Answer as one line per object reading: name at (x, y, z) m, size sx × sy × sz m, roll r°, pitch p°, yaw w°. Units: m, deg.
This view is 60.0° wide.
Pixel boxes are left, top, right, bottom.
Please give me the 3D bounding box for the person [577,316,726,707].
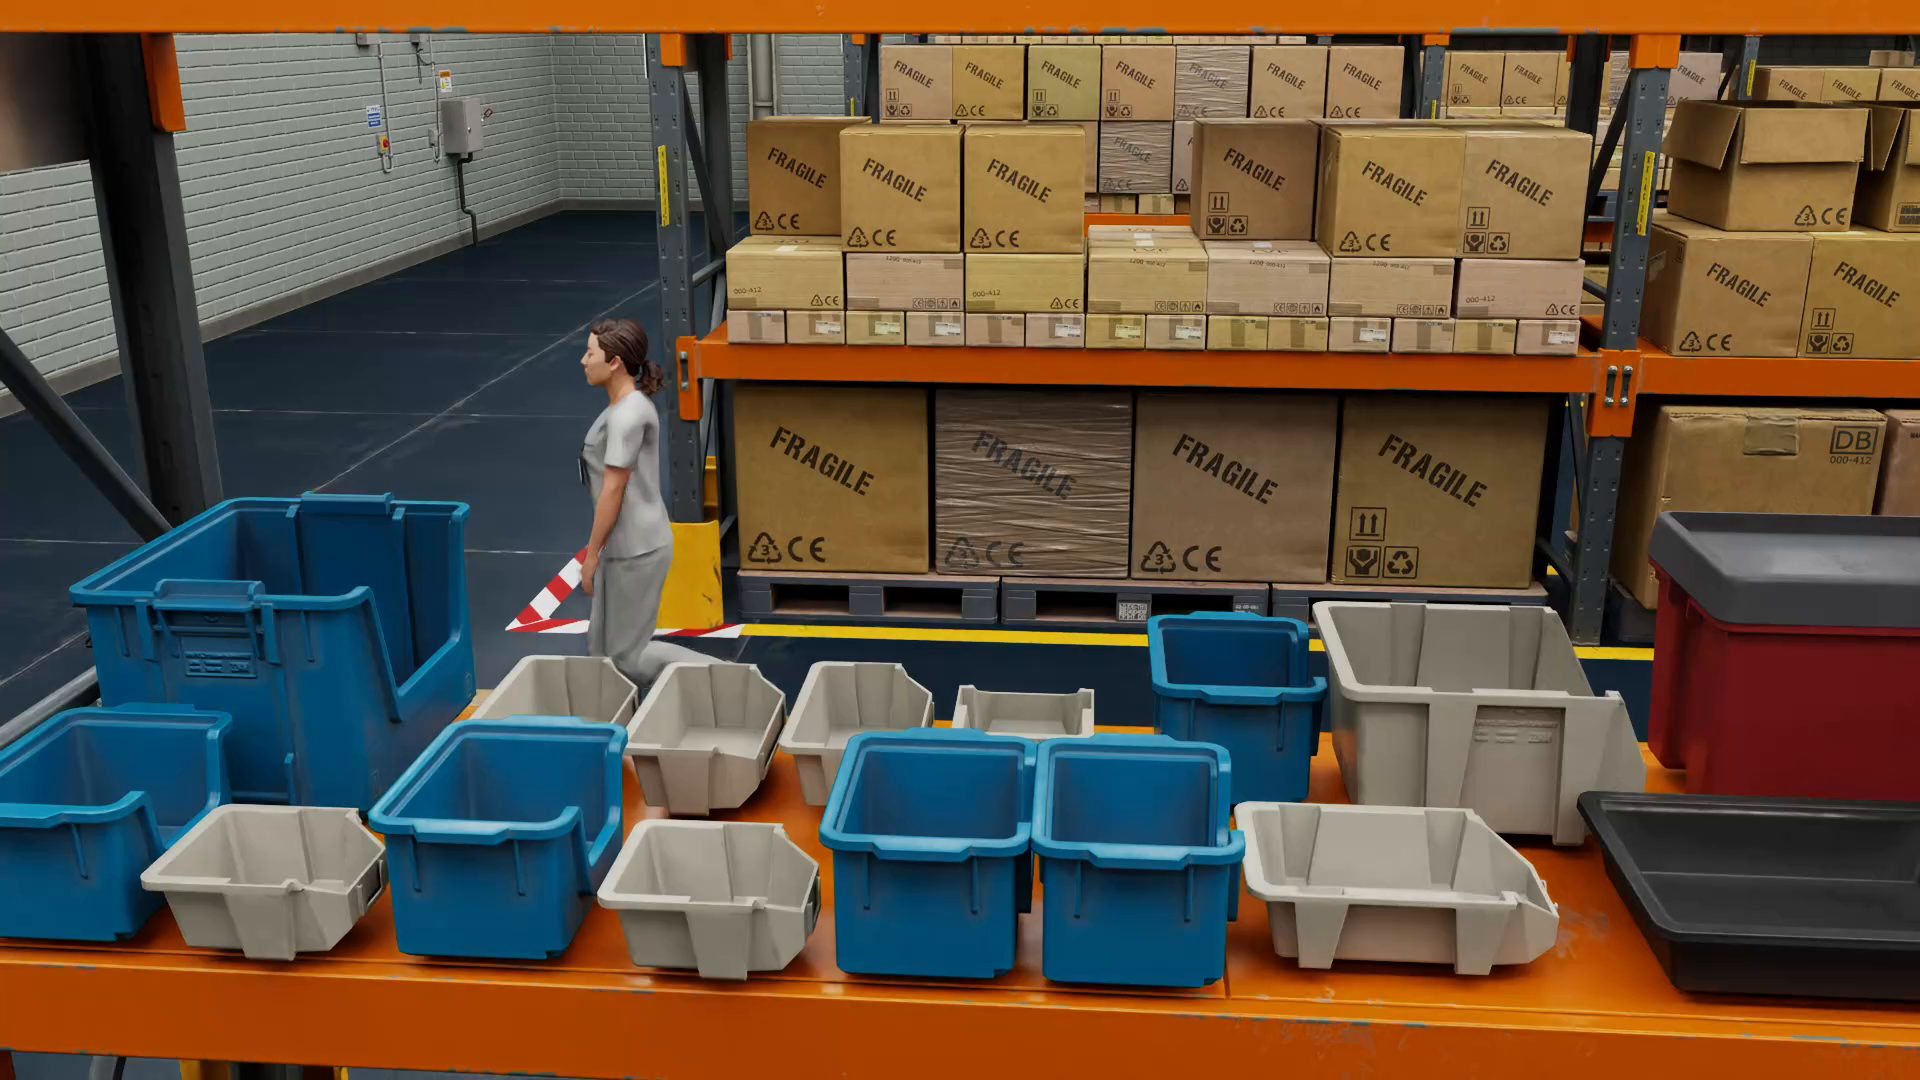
person at (-1.121, 0.023, 5.956) m, size 0.737 × 1.644 × 0.455 m, roll -5°, pitch 18°, yaw -15°
